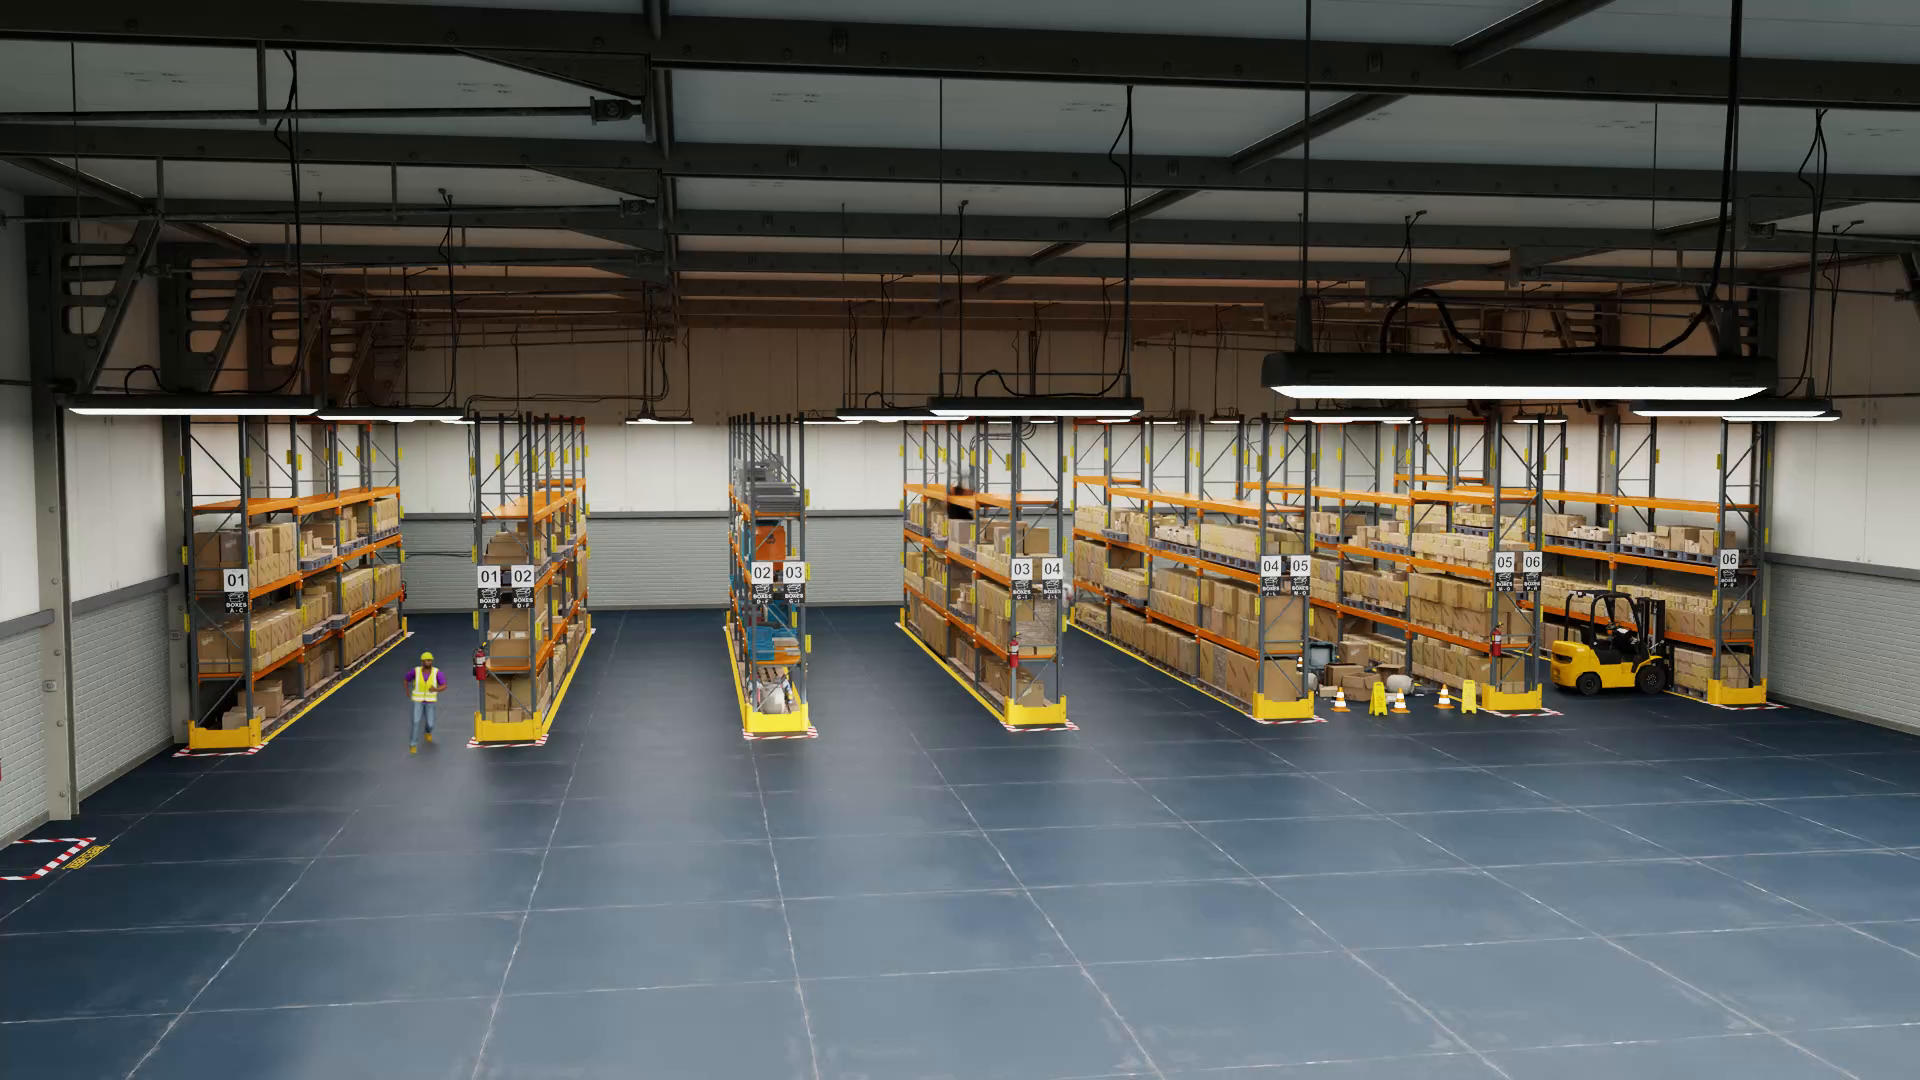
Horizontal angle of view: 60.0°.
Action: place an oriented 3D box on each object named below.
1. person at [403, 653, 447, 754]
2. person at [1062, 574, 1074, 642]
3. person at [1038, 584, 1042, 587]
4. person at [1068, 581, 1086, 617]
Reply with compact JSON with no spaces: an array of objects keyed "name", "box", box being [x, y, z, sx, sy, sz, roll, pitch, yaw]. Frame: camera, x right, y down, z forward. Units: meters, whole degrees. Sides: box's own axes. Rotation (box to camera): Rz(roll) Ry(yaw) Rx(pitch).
[{"name":"person","box":[-9.500,2.870,29.556,0.722,1.730,0.889,-2,4,-22]},{"name":"person","box":[2.751,1.795,44.803,0.647,1.803,0.891,0,4,-4]},{"name":"person","box":[1.994,1.862,40.699,0.585,1.748,0.684,-1,4,-13]},{"name":"person","box":[3.592,1.446,49.862,0.826,1.760,0.748,0,4,0]}]
